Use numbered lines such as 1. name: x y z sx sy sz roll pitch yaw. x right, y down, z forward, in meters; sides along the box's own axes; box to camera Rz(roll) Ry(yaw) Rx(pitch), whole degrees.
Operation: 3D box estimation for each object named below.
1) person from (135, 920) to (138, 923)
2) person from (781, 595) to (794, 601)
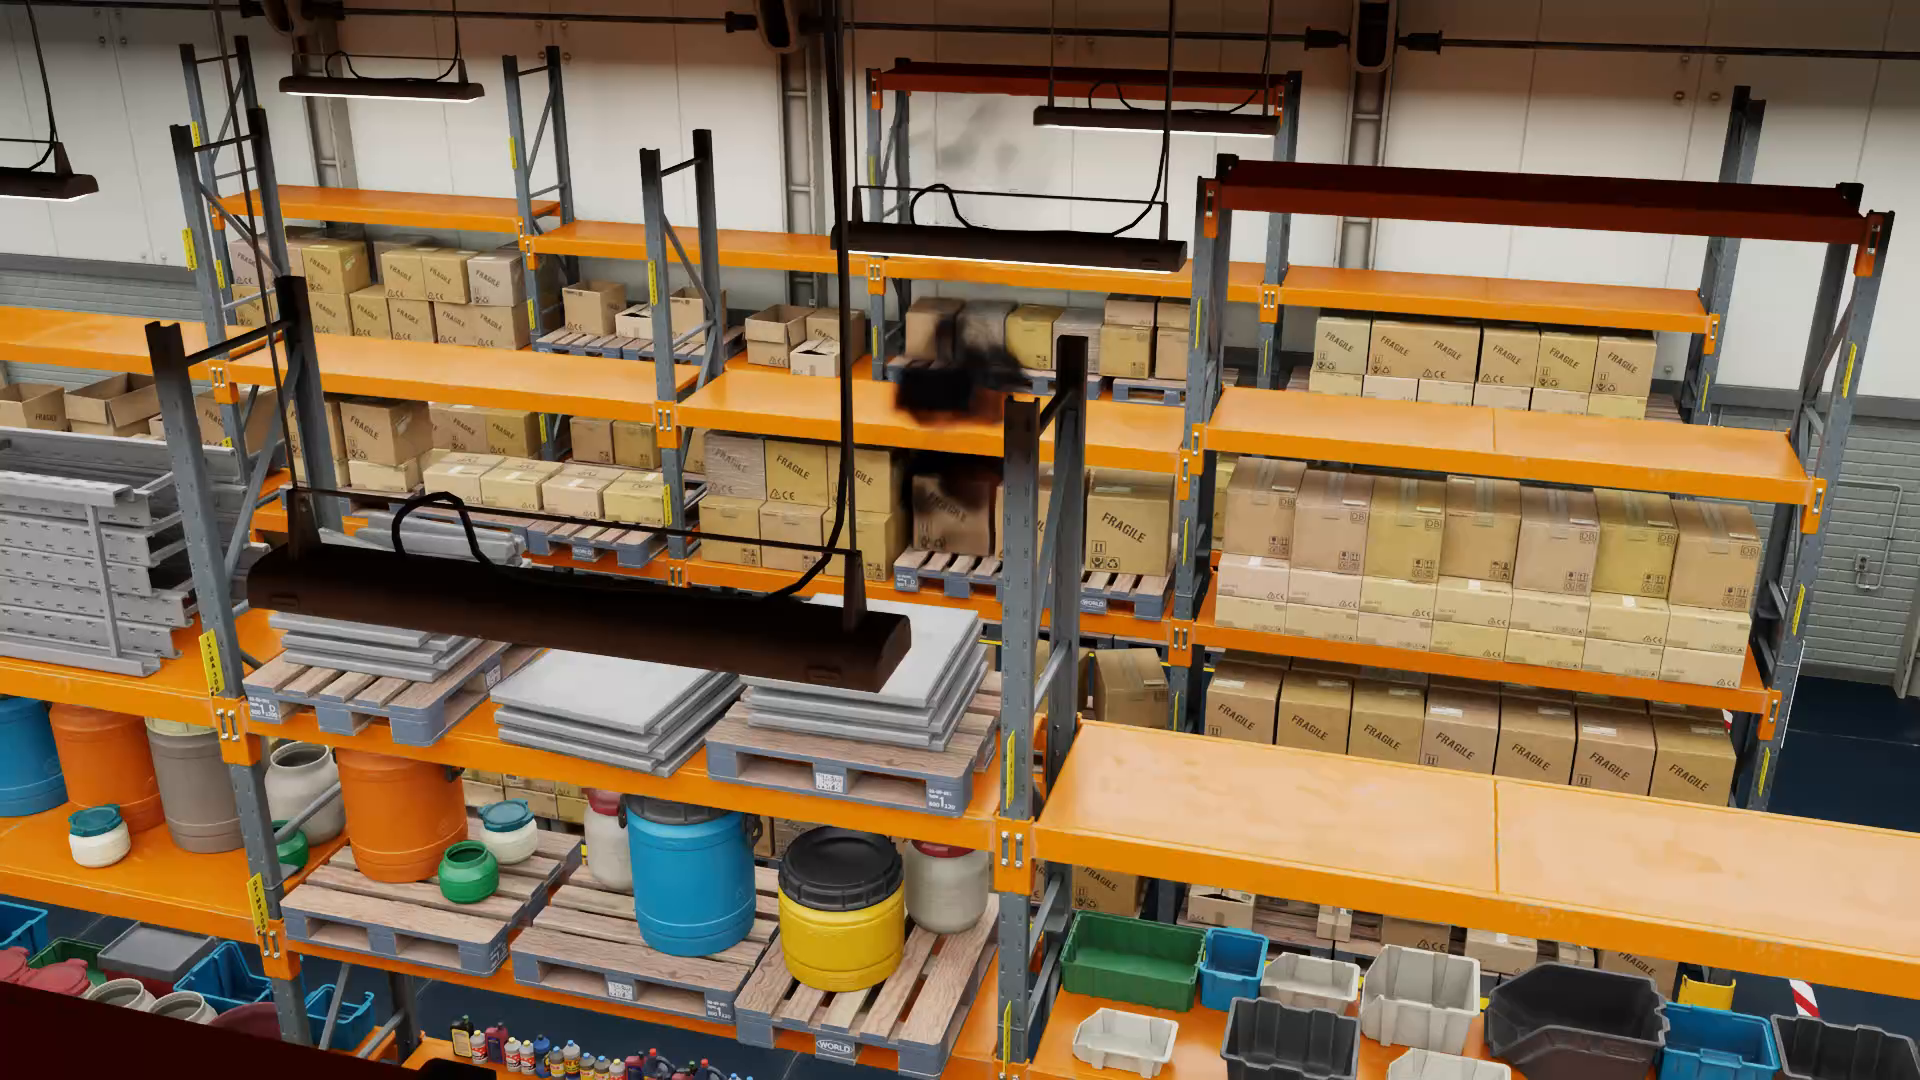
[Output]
1. person: -6.210 2.483 12.755 0.775 1.636 0.512 4 23 10
2. person: -1.690 1.162 15.898 0.524 1.601 0.586 9 24 21
